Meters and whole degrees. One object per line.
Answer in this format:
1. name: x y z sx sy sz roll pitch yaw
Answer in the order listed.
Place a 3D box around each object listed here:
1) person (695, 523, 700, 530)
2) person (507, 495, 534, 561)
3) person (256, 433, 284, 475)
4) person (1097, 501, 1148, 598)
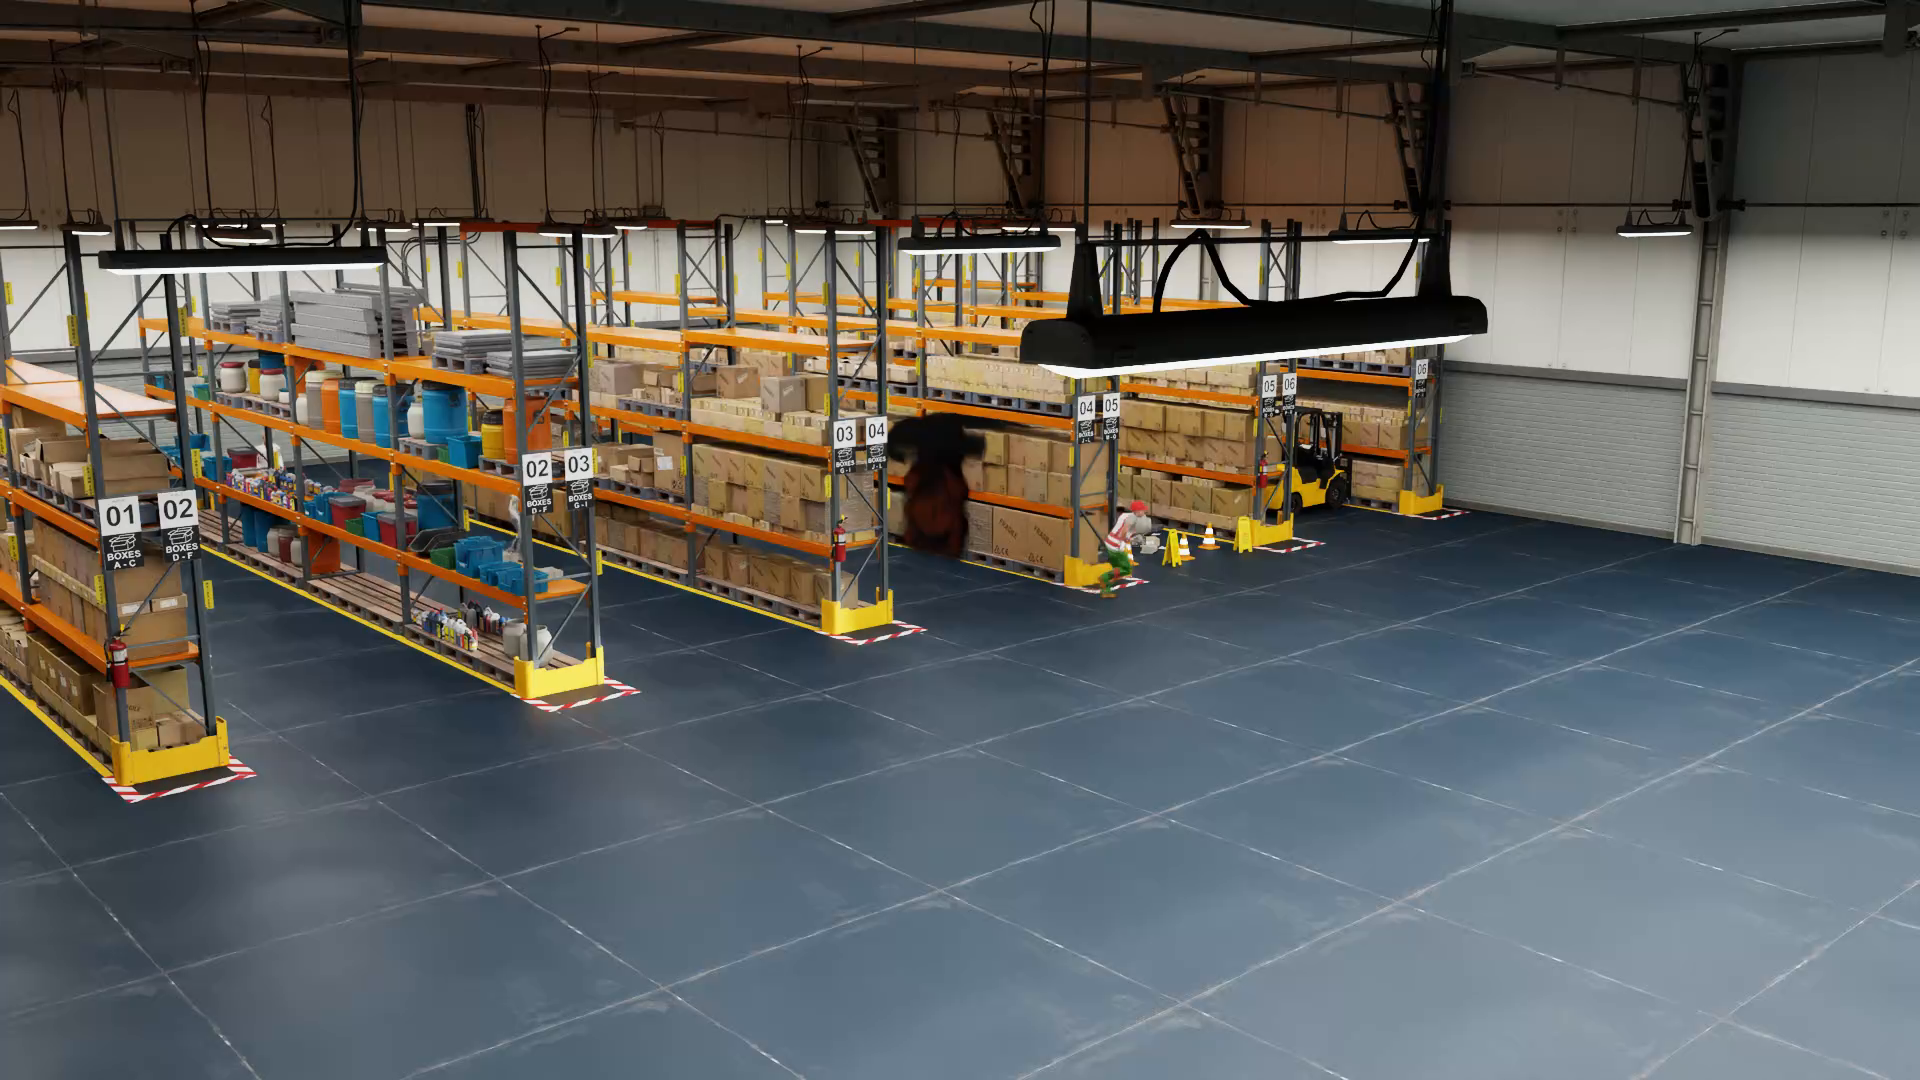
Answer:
1. person: -4.920 -0.807 31.475 0.579 1.662 0.724 -11 16 -43
2. person: -7.923 -0.379 29.911 0.850 1.519 0.619 6 13 26
3. person: -14.236 -1.360 34.273 0.672 1.723 0.694 9 15 38
4. person: 2.644 0.165 26.994 0.834 1.592 0.693 -3 12 -13
